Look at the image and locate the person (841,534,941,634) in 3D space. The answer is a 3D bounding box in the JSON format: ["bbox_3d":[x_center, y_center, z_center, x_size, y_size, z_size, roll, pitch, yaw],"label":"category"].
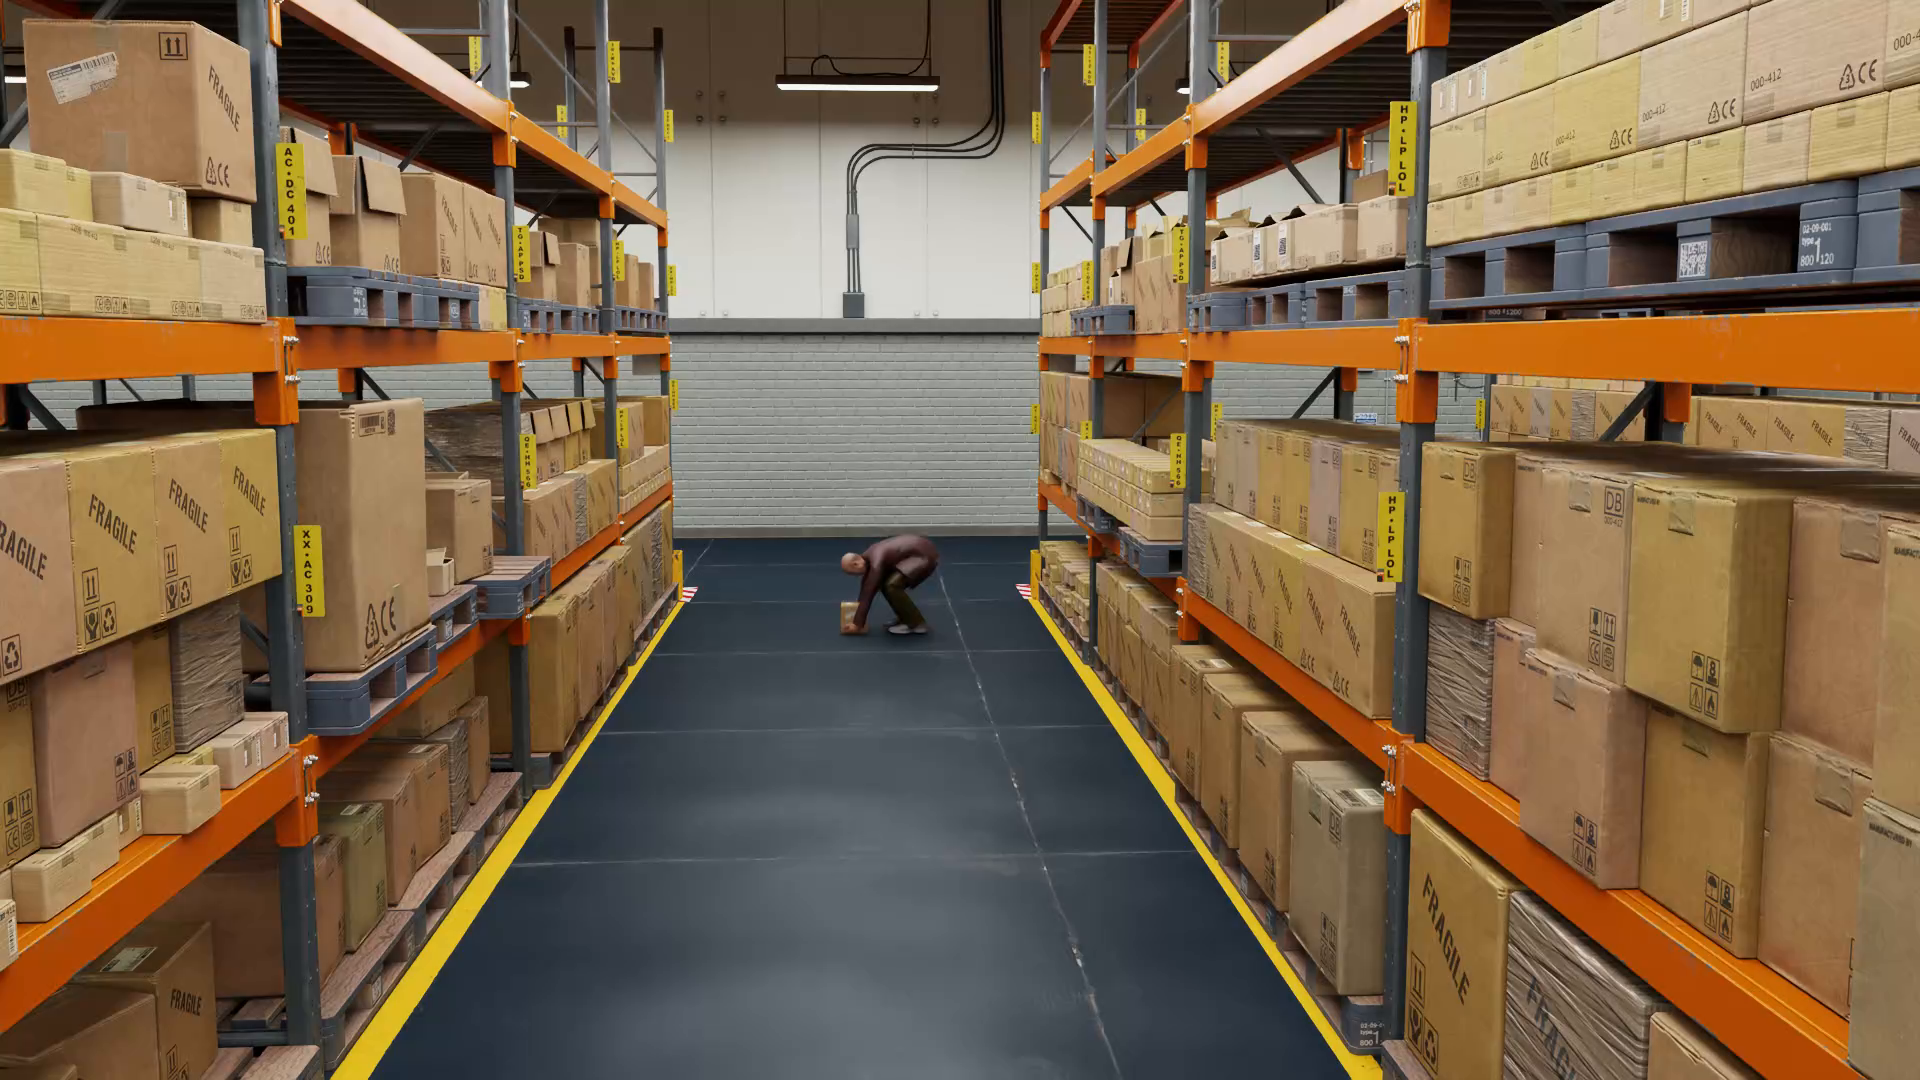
[{"bbox_3d":[-0.660,0.414,15.878,0.947,0.942,0.591,-1,7,-6],"label":"person"}]
